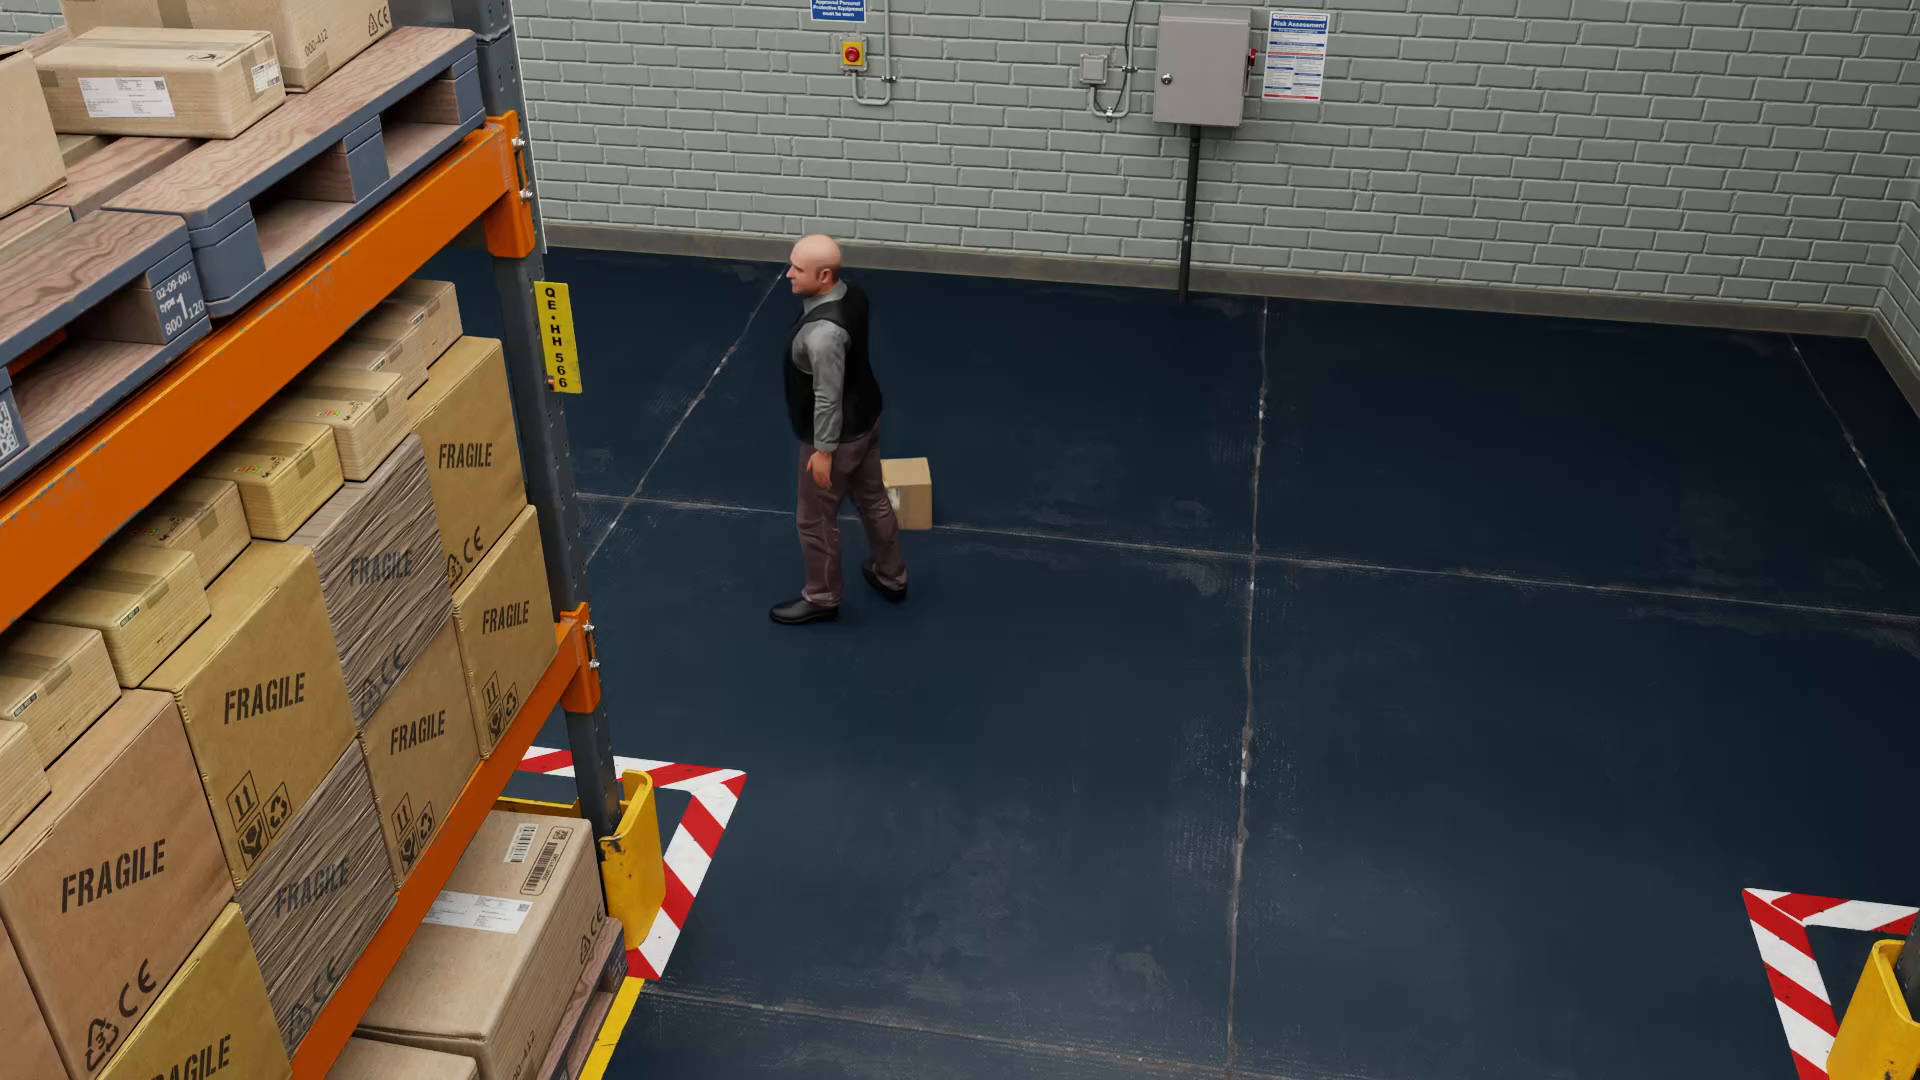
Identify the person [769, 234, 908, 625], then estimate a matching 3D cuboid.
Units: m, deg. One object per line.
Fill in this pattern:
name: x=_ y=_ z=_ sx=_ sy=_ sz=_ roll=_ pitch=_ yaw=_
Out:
person: x=-0.516 y=-0.449 z=6.871 sx=0.549 sy=1.726 sz=0.556 roll=8 pitch=33 yaw=12
